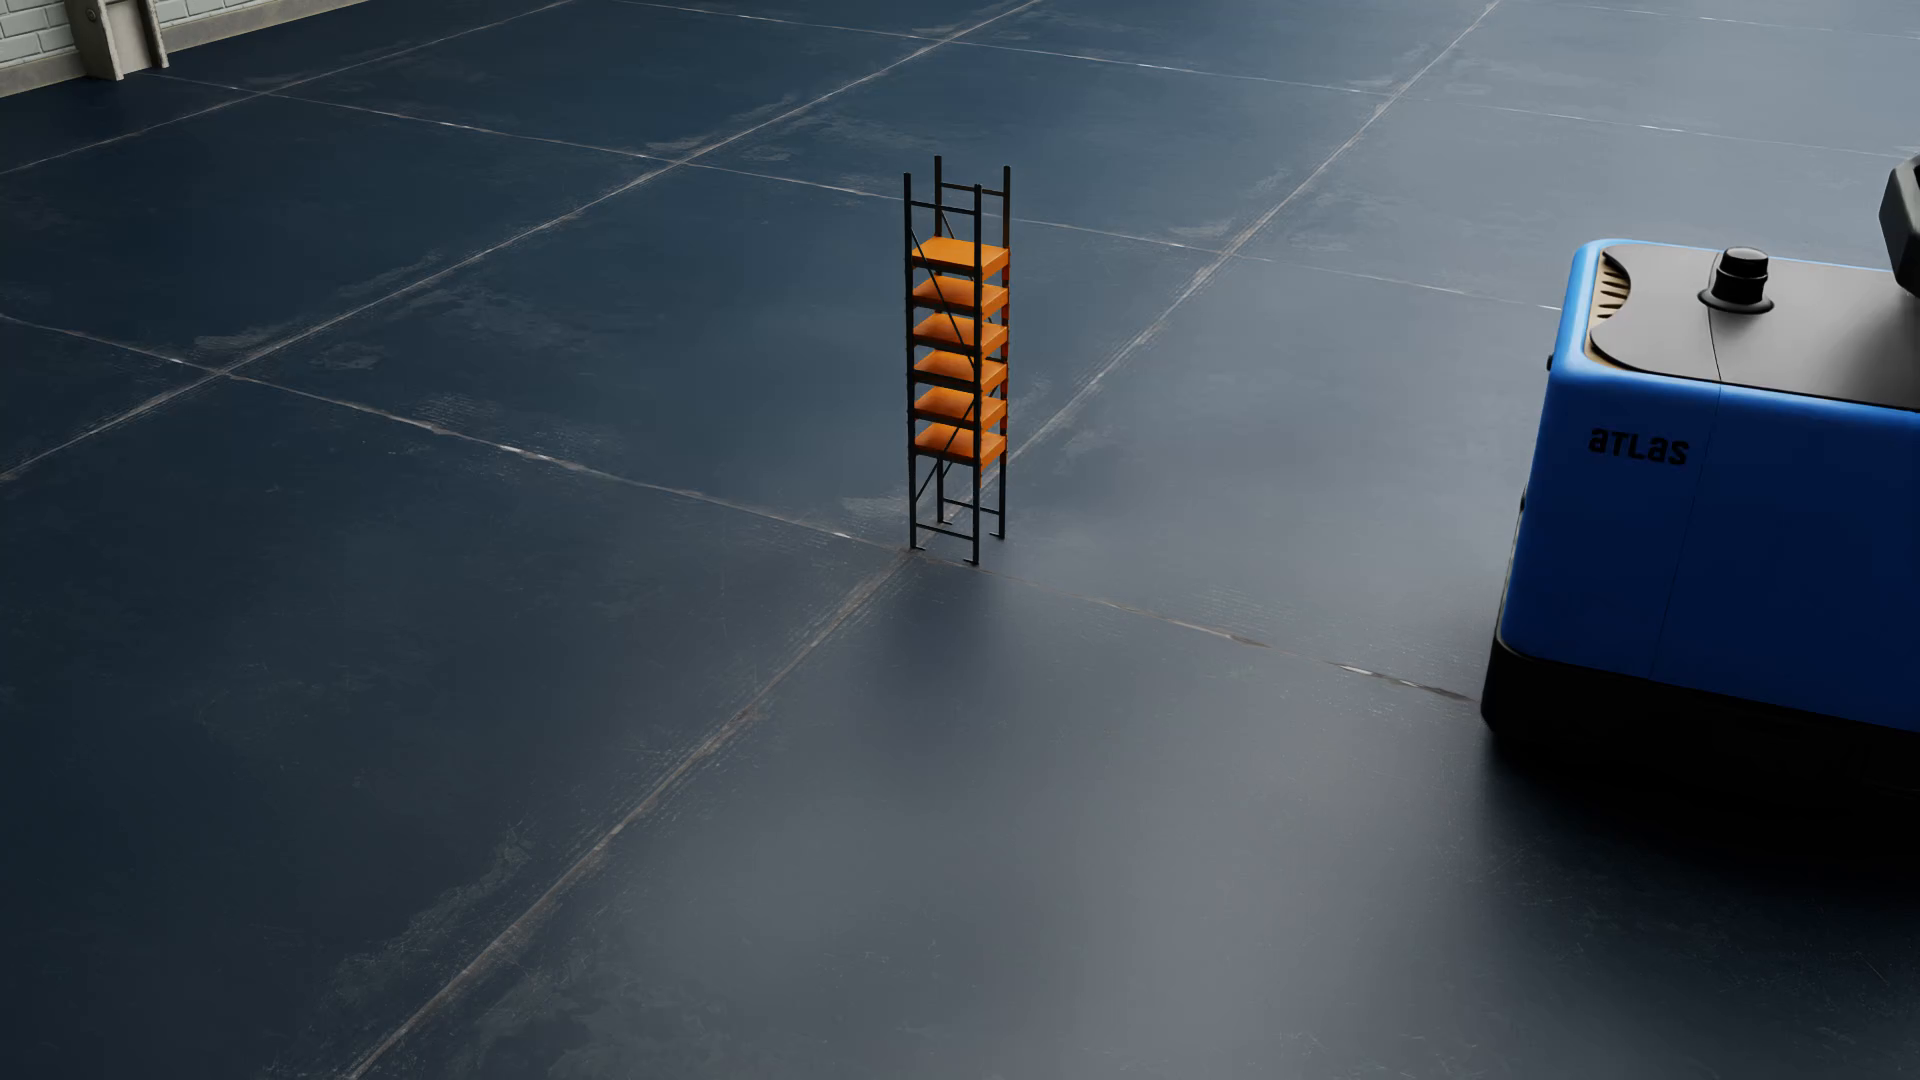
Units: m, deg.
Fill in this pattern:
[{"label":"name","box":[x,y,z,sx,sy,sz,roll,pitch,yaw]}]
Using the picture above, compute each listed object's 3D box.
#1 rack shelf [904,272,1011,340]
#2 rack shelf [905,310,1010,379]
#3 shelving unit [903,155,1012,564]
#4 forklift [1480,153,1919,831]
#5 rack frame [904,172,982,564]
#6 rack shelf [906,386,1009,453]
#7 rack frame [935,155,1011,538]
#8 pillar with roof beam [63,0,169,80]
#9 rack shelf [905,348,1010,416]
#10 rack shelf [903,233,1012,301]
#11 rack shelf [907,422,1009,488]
[{"label":"rack shelf","box":[-0.007,-0.683,4.843,0.258,0.103,0.180,14,33,23]},{"label":"rack shelf","box":[-0.007,-0.579,4.902,0.258,0.103,0.180,14,33,23]},{"label":"shelving unit","box":[-0.007,-0.514,4.940,0.258,1.200,0.189,14,33,23]},{"label":"forklift","box":[2.922,-0.689,3.507,3.031,2.935,1.130,11,32,18]},{"label":"rack frame","box":[-0.048,-0.473,4.869,0.240,1.200,0.006,14,33,23]},{"label":"rack shelf","box":[-0.007,-0.371,5.022,0.258,0.103,0.180,14,33,23]},{"label":"rack frame","box":[0.035,-0.554,5.011,0.240,1.200,0.006,14,33,23]},{"label":"pillar with roof beam","box":[-1.348,-5.845,6.392,9.100,9.000,0.400,14,33,23]},{"label":"rack shelf","box":[-0.007,-0.475,4.962,0.258,0.103,0.180,14,33,23]},{"label":"rack shelf","box":[-0.007,-0.788,4.783,0.258,0.103,0.180,14,33,23]},{"label":"rack shelf","box":[-0.007,-0.267,5.082,0.258,0.103,0.180,14,33,23]}]
